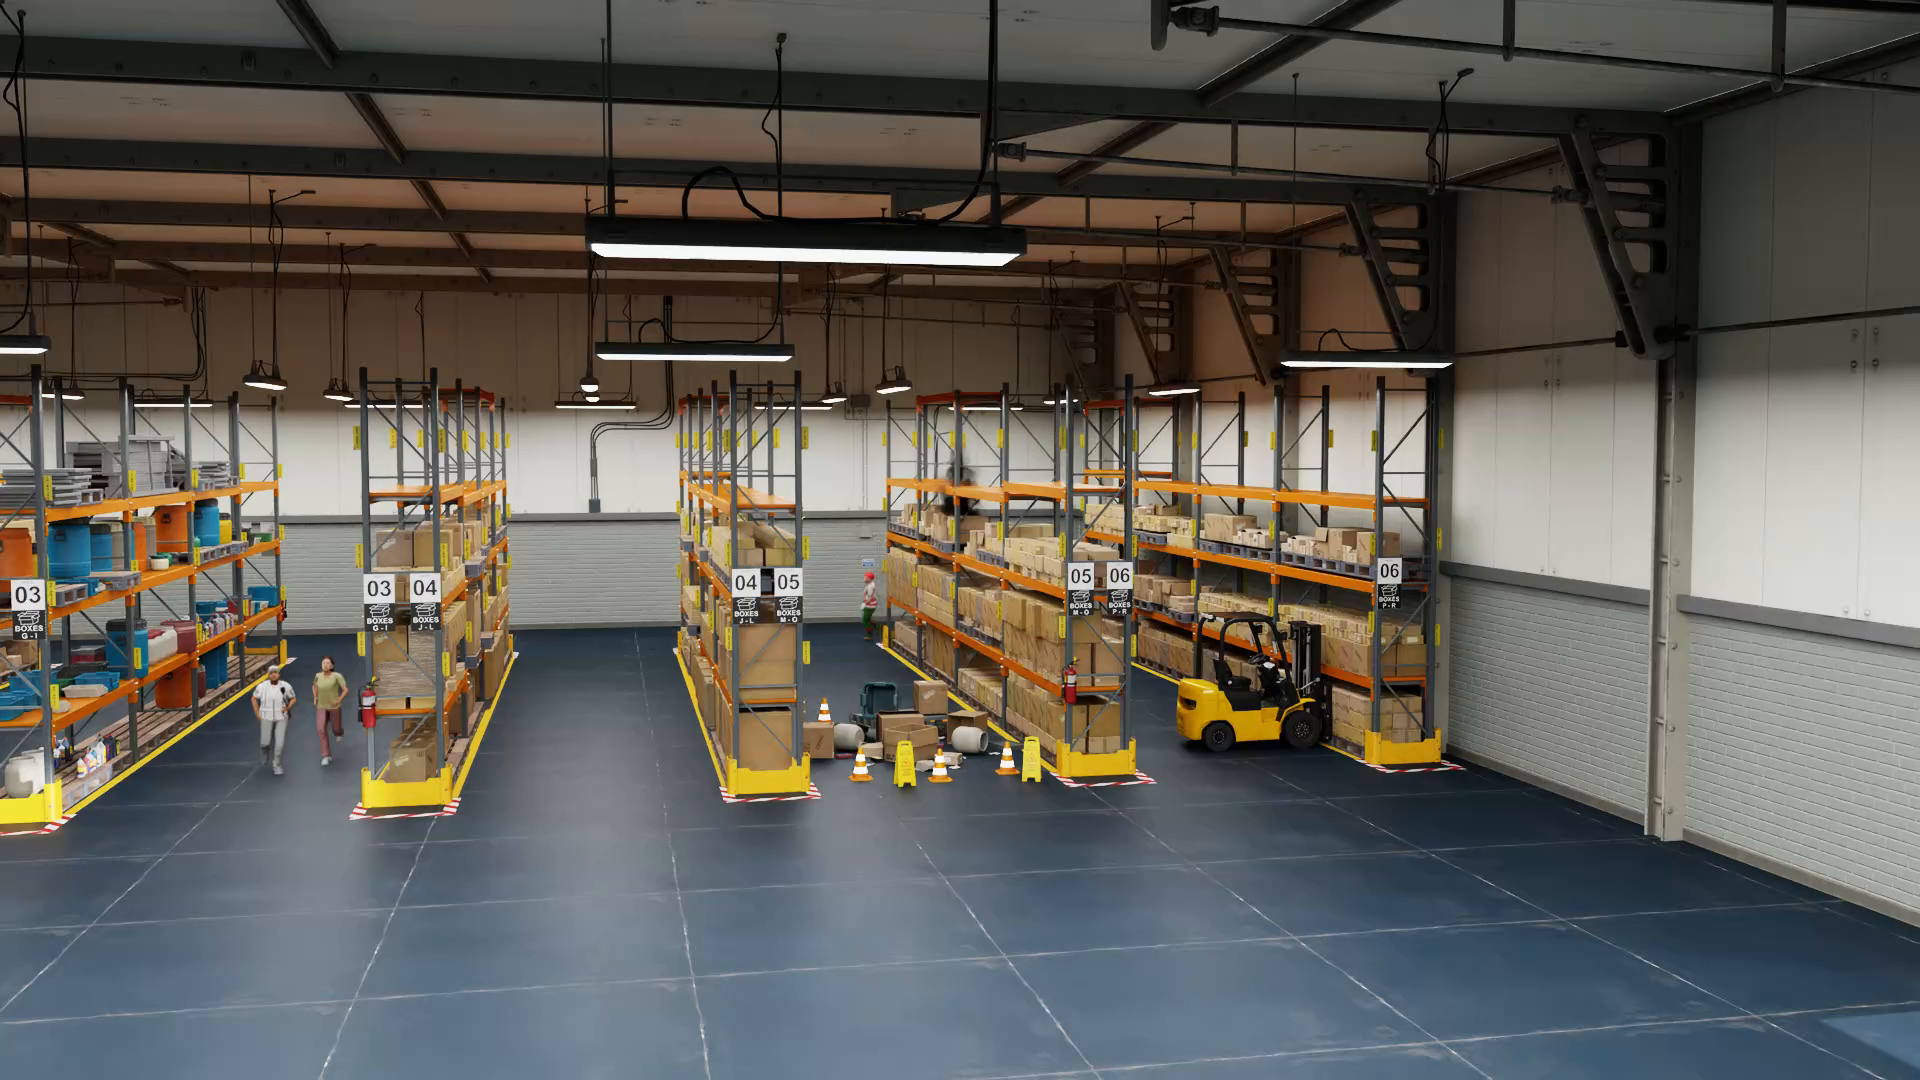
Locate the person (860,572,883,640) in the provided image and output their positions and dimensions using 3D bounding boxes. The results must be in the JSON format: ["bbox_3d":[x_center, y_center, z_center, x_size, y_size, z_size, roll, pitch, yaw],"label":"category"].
[{"bbox_3d":[-2.213,1.666,41.653,0.574,1.729,0.718,0,3,-2],"label":"person"}]

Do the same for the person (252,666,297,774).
[{"bbox_3d":[-10.329,2.704,25.057,0.634,1.635,0.559,-1,4,-21],"label":"person"}]

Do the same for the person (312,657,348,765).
[{"bbox_3d":[-9.904,2.649,26.135,0.561,1.655,1.006,-1,3,-11],"label":"person"}]
